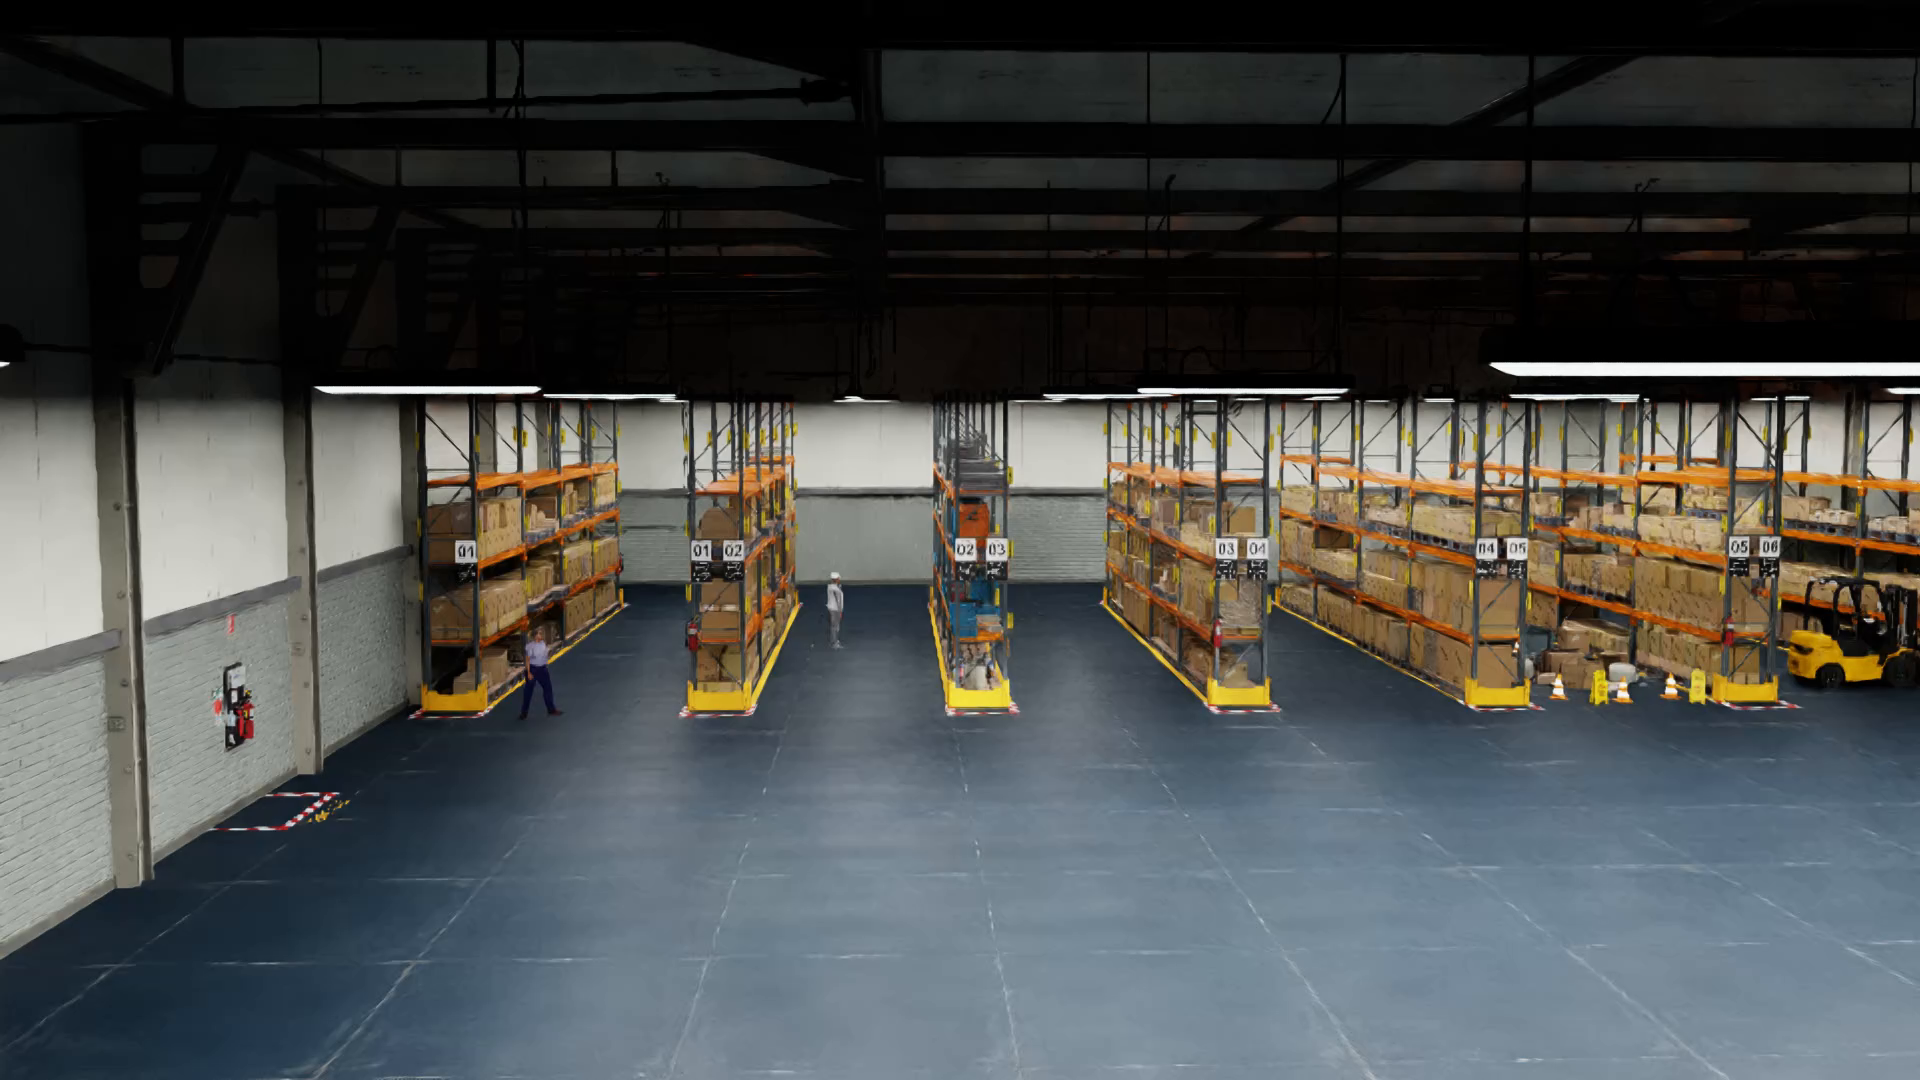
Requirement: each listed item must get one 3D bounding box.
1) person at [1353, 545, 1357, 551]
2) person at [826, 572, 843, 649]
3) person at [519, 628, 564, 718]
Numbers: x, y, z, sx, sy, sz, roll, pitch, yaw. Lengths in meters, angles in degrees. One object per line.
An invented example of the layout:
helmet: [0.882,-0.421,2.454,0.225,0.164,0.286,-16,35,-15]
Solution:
person: [11.927,0.717,50.488,0.465,1.760,0.714,-3,6,-34]
person: [-2.892,1.632,39.097,0.463,1.782,0.598,-2,5,-27]
person: [-7.716,2.412,30.470,0.564,1.640,0.734,3,6,36]
